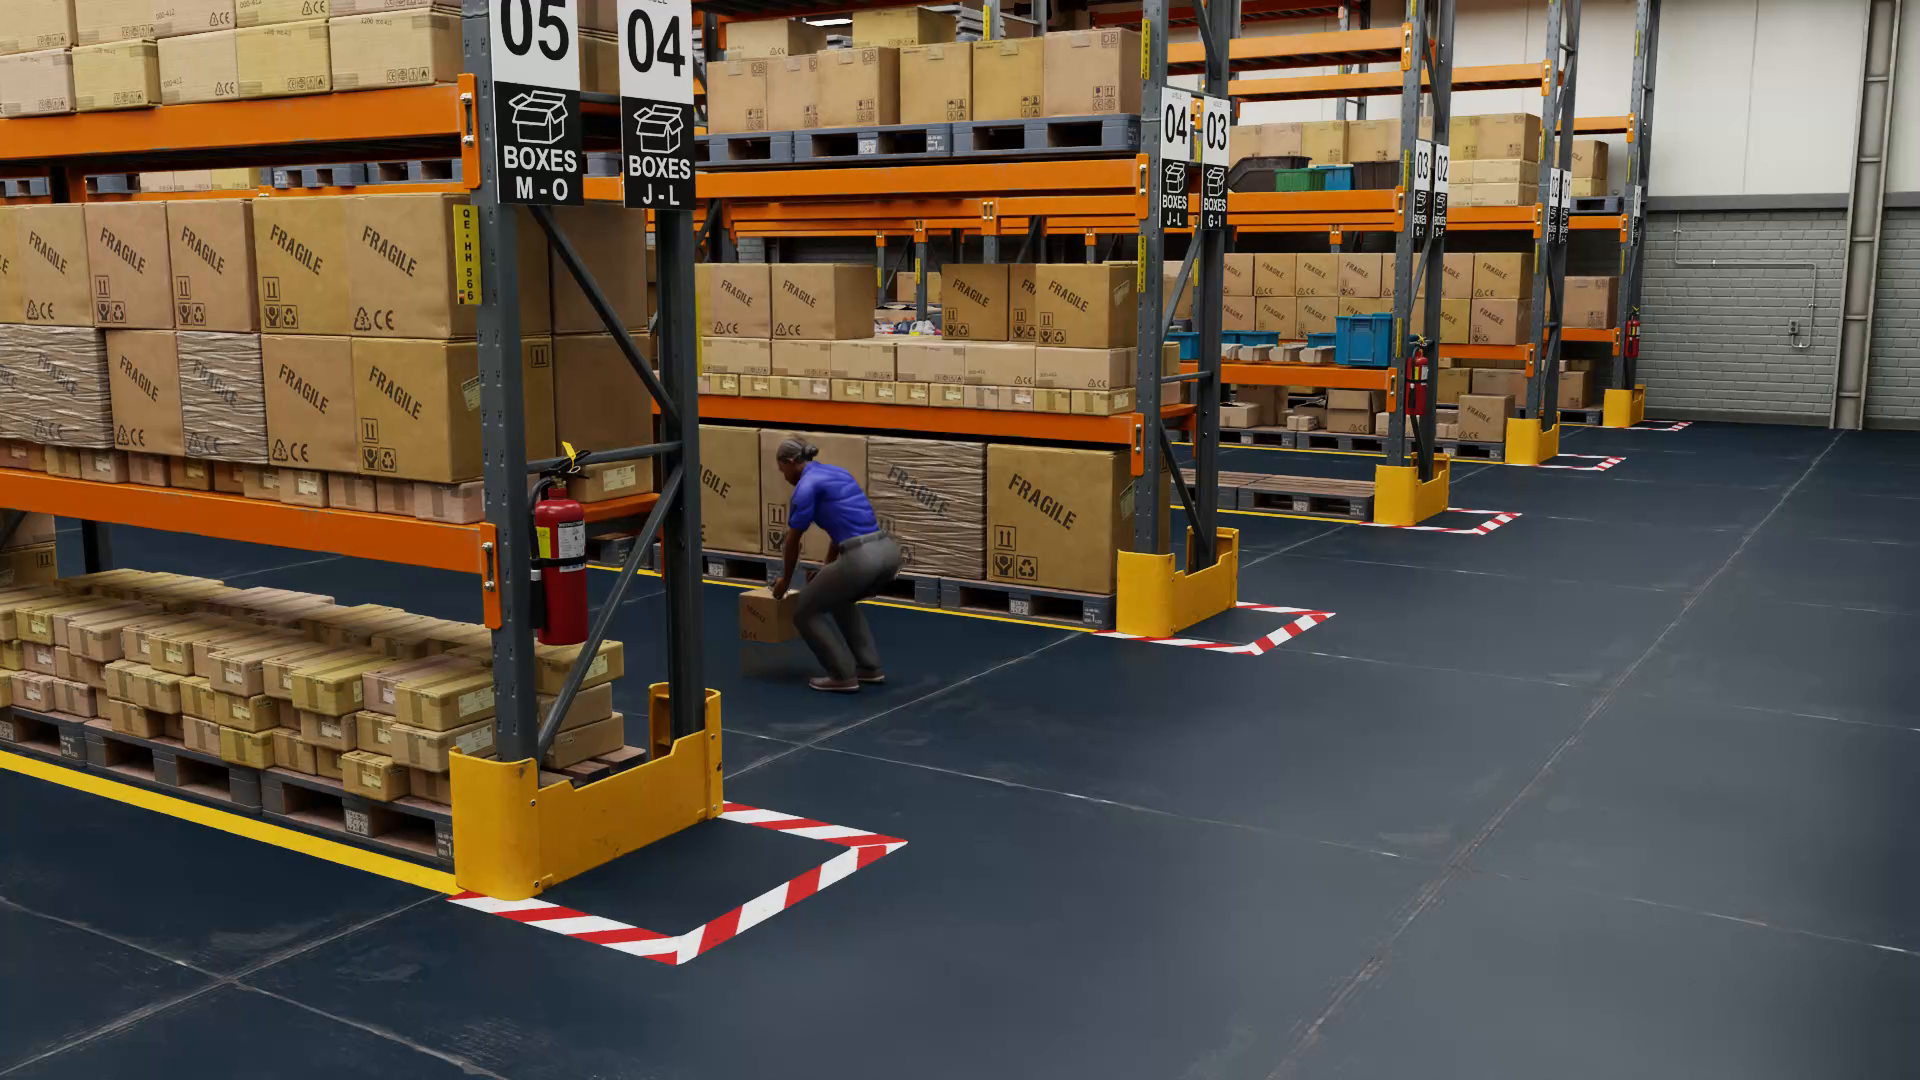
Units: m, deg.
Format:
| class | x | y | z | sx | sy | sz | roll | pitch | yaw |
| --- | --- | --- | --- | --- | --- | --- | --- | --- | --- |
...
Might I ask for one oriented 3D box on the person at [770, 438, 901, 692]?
| class | x | y | z | sx | sy | sz | roll | pitch | yaw |
| --- | --- | --- | --- | --- | --- | --- | --- | --- | --- |
| person | -0.666 | 0.131 | 8.703 | 0.668 | 1.308 | 0.498 | 6 | 11 | 31 |
